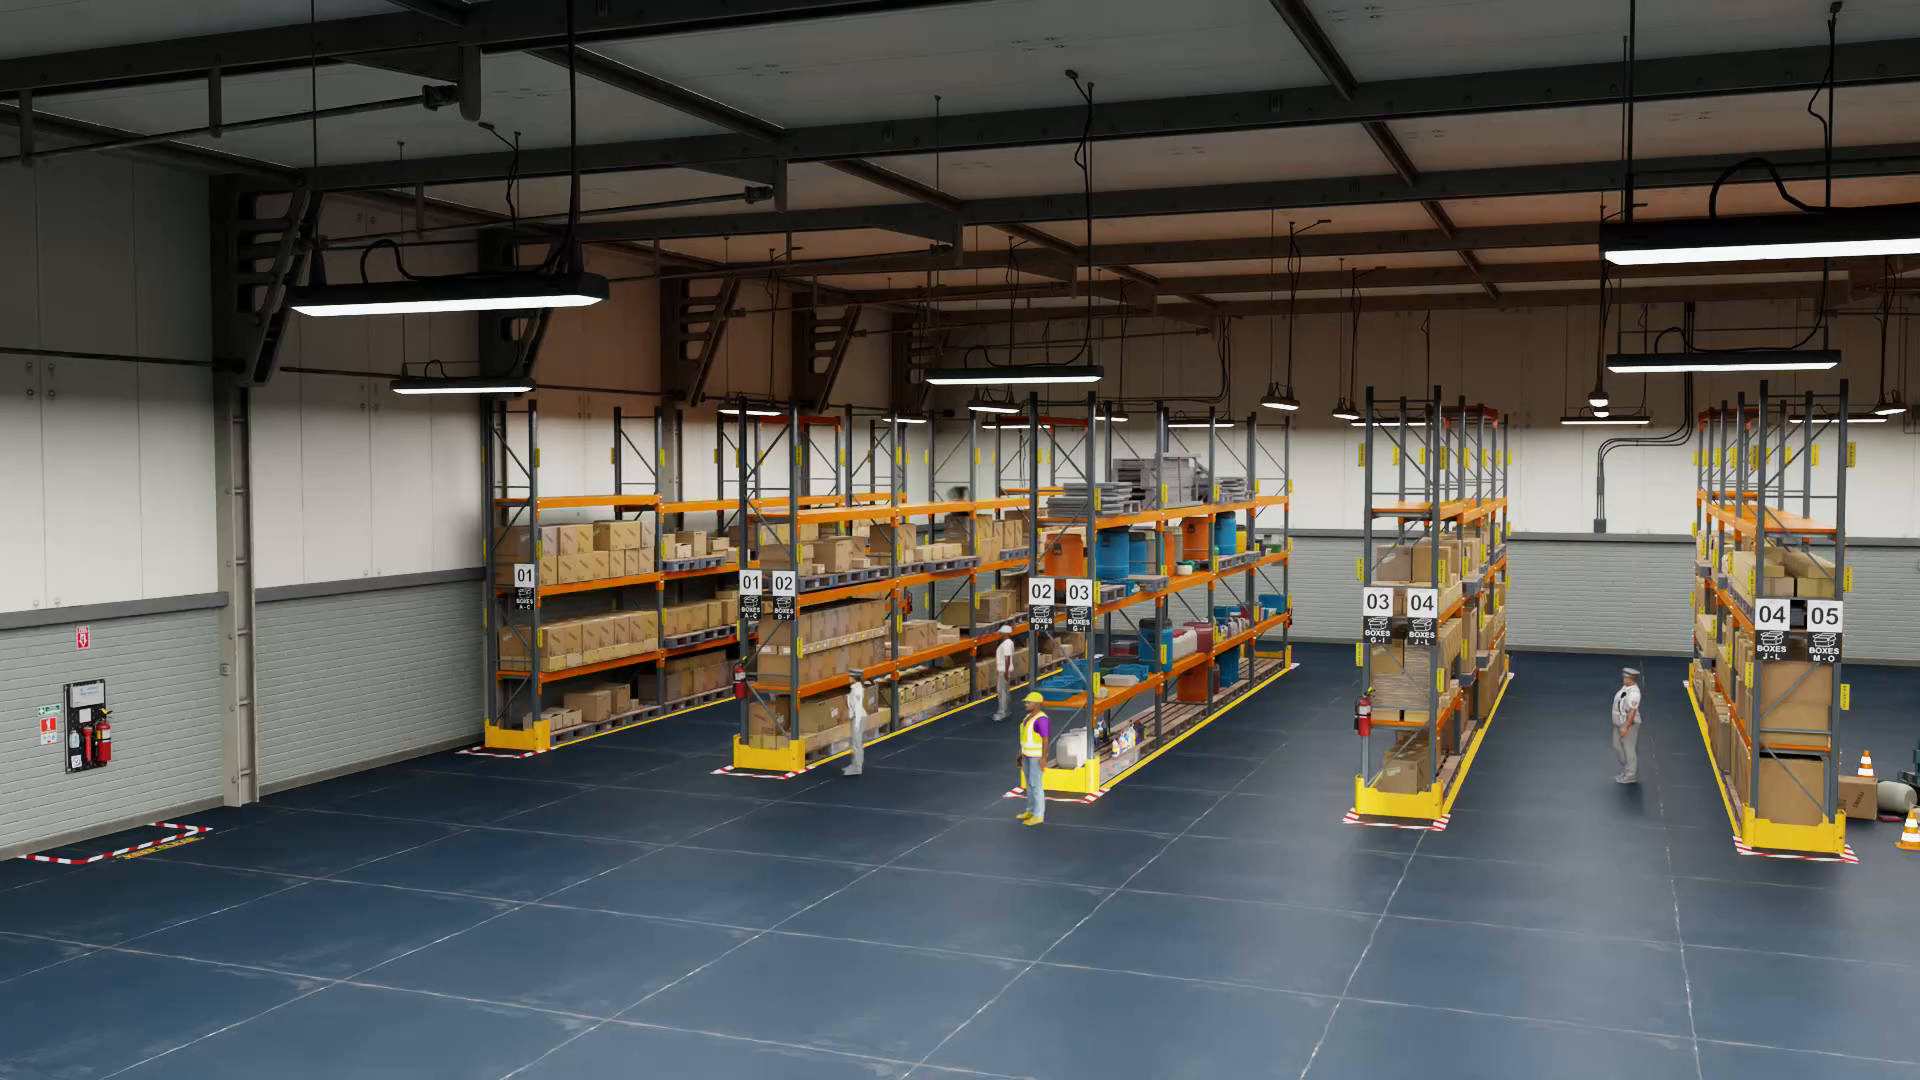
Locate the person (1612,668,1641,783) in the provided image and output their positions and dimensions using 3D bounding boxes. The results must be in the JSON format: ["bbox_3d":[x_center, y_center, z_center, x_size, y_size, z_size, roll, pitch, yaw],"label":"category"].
[{"bbox_3d":[10.314,2.870,25.784,0.426,1.784,0.619,0,3,-1],"label":"person"}]

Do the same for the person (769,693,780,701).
[{"bbox_3d":[-3.722,2.513,33.577,0.453,1.704,0.550,2,3,33],"label":"person"}]

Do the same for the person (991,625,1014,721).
[{"bbox_3d":[0.828,2.545,31.998,0.416,1.793,0.673,0,3,6],"label":"person"}]

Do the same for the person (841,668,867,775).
[{"bbox_3d":[-1.681,2.861,26.354,0.386,1.674,0.517,0,3,-8],"label":"person"}]

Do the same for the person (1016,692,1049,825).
[{"bbox_3d":[0.982,2.988,22.914,0.402,1.784,0.601,-1,3,-21],"label":"person"}]
